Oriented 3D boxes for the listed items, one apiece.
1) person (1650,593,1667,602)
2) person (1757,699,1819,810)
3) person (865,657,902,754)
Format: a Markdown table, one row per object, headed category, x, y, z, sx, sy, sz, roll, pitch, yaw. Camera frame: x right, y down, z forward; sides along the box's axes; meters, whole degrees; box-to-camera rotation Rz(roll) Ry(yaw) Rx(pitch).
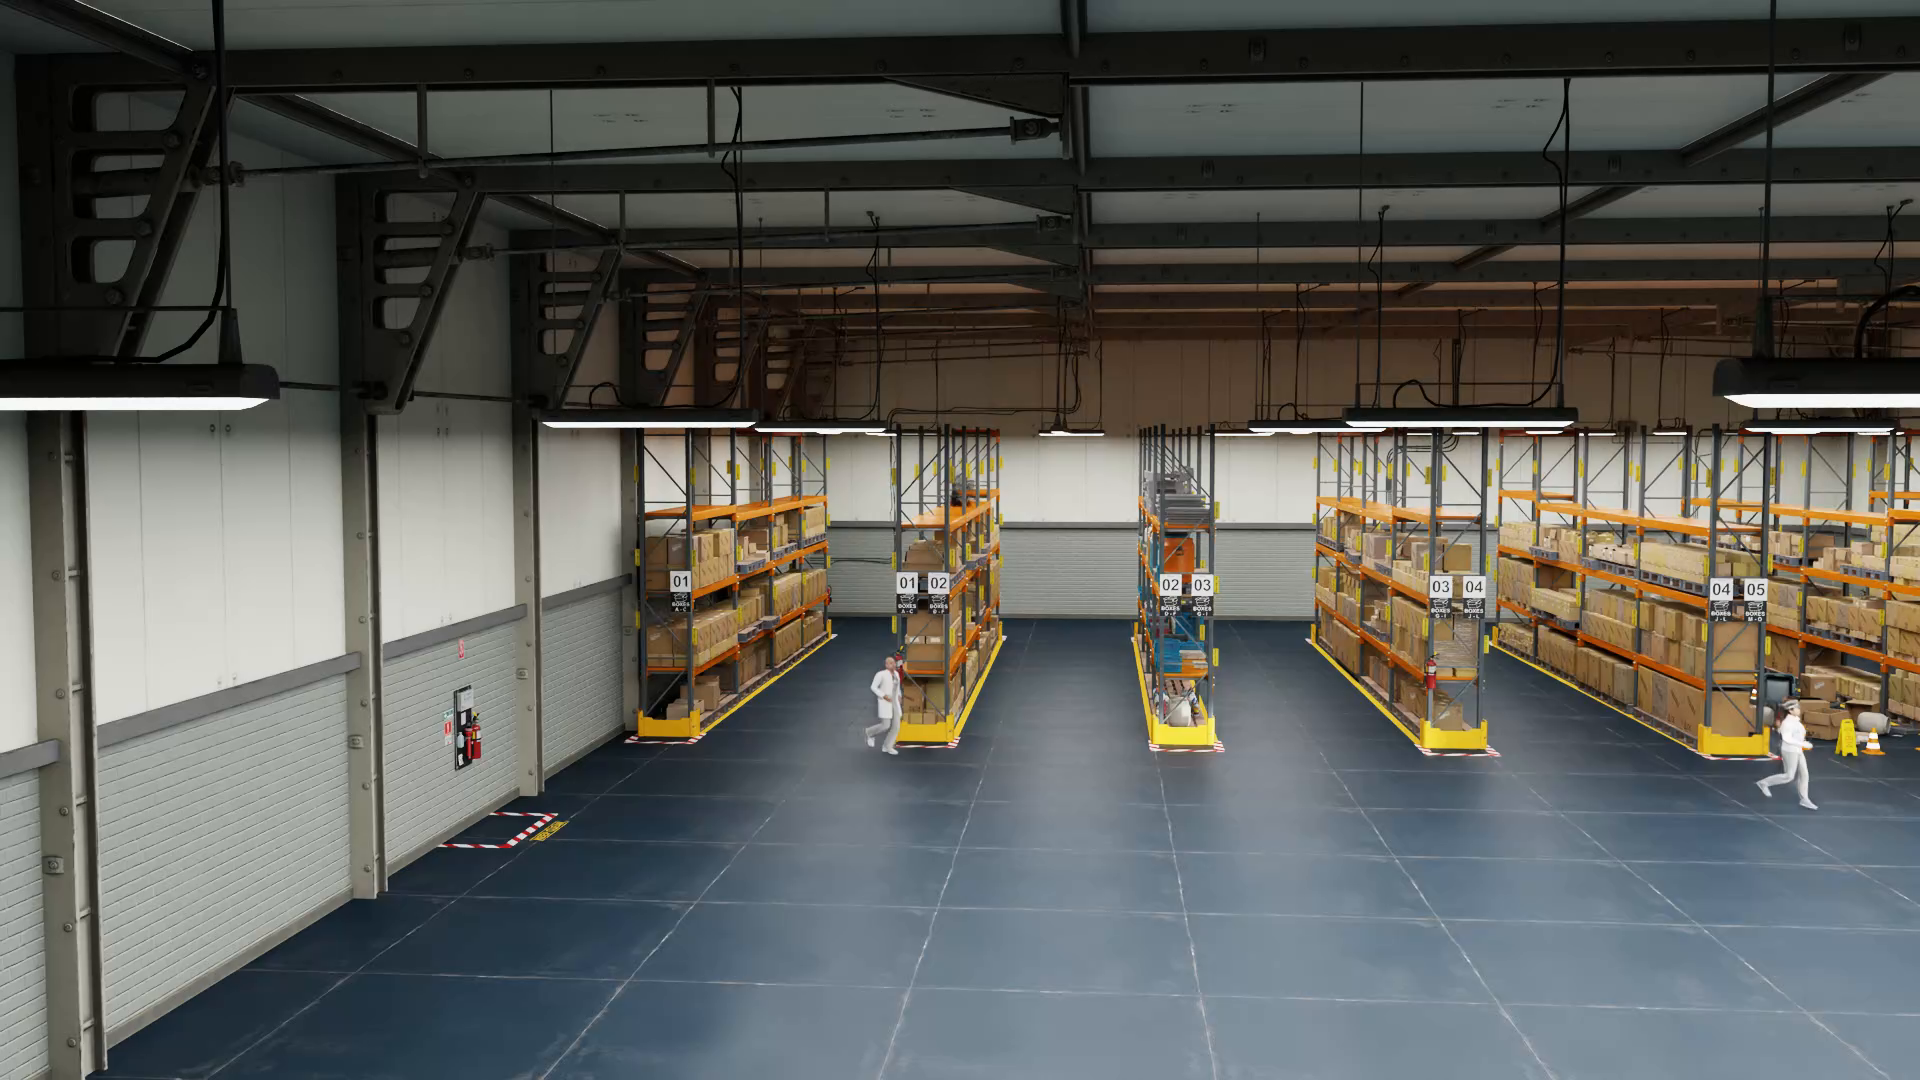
| category | x | y | z | sx | sy | sz | roll | pitch | yaw |
| --- | --- | --- | --- | --- | --- | --- | --- | --- | --- |
| person | 19.764 | 2.023 | 47.162 | 0.963 | 1.656 | 0.573 | 0 | 3 | 2 |
| person | 12.910 | 3.311 | 25.879 | 0.882 | 1.700 | 0.617 | 3 | 5 | 40 |
| person | -1.334 | 3.009 | 30.425 | 0.730 | 1.744 | 0.761 | -3 | 5 | -43 |
